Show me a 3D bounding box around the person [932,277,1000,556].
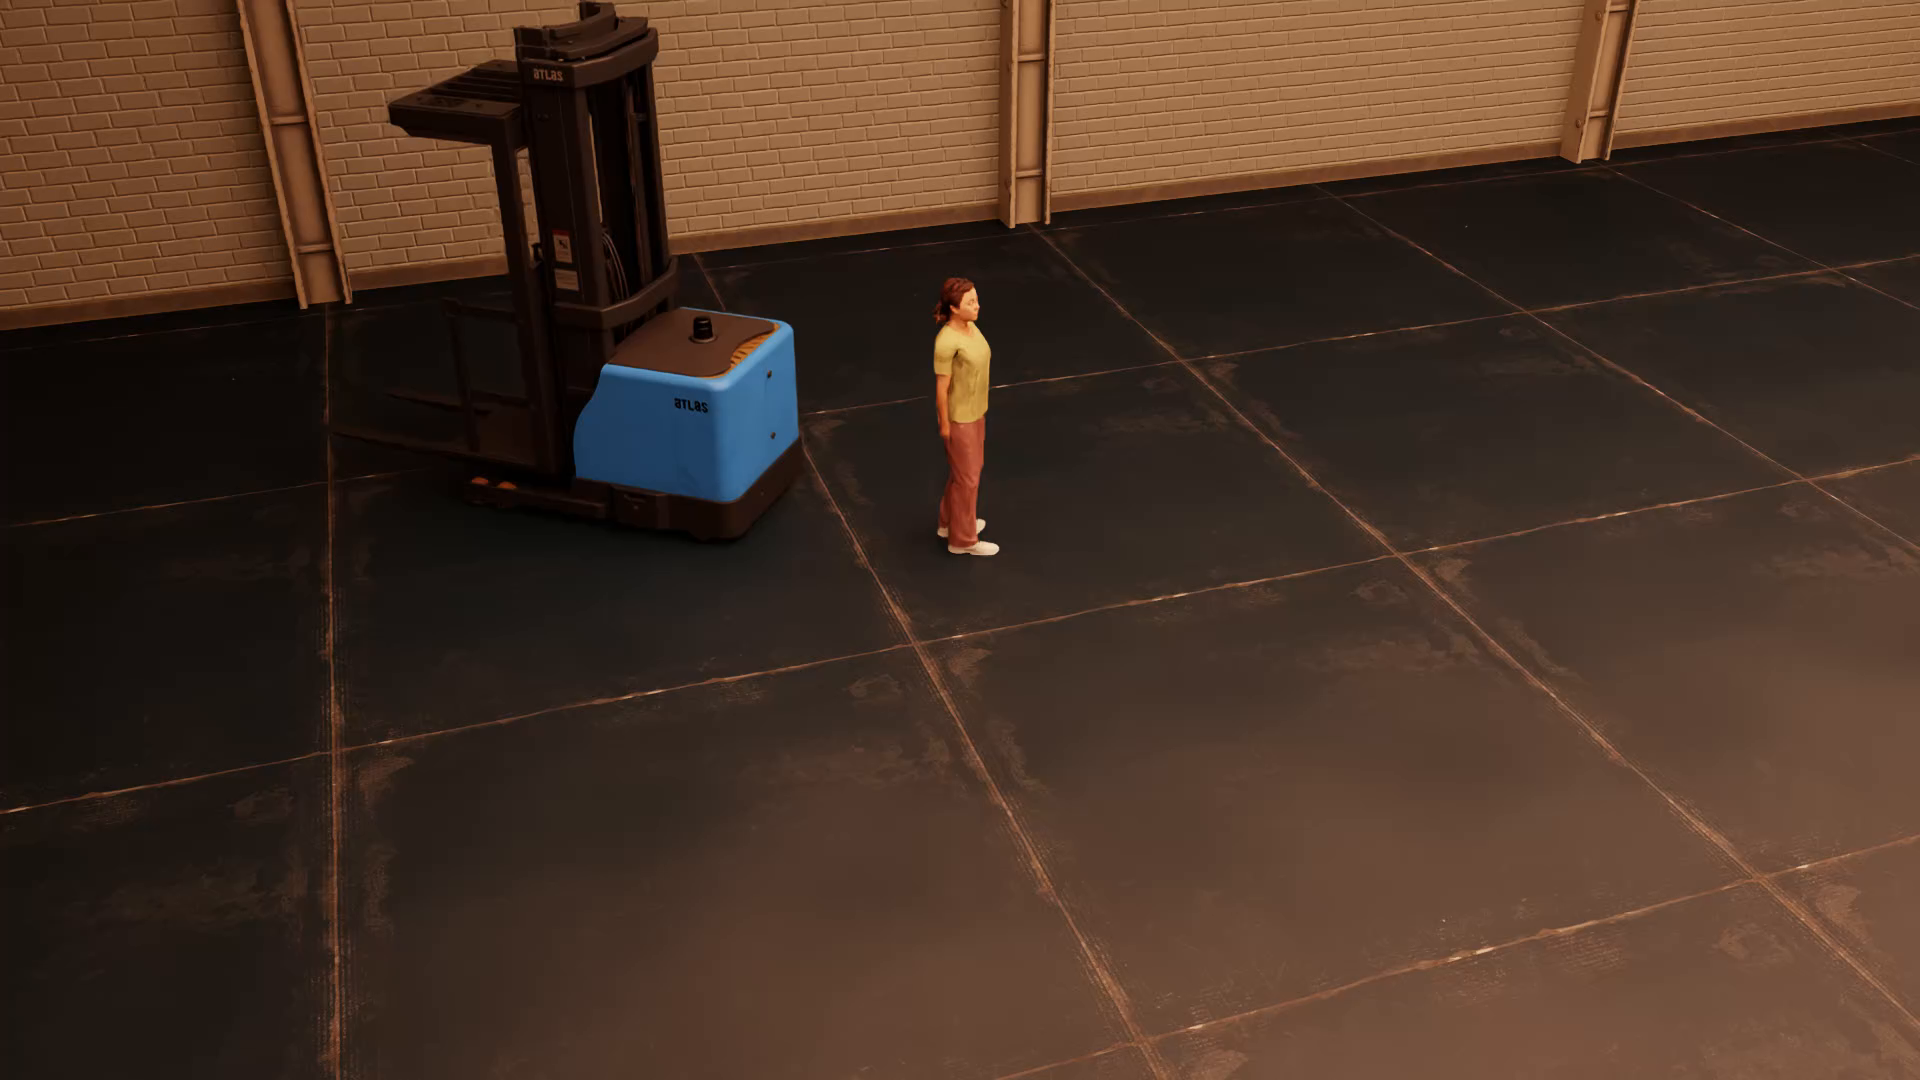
[{"bbox_3d":[0.059,-0.722,9.621,0.451,1.665,0.466,11,32,18],"label":"person"}]

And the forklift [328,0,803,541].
[{"bbox_3d":[-2.581,-1.699,10.040,3.031,2.935,1.130,10,31,17],"label":"forklift"}]
